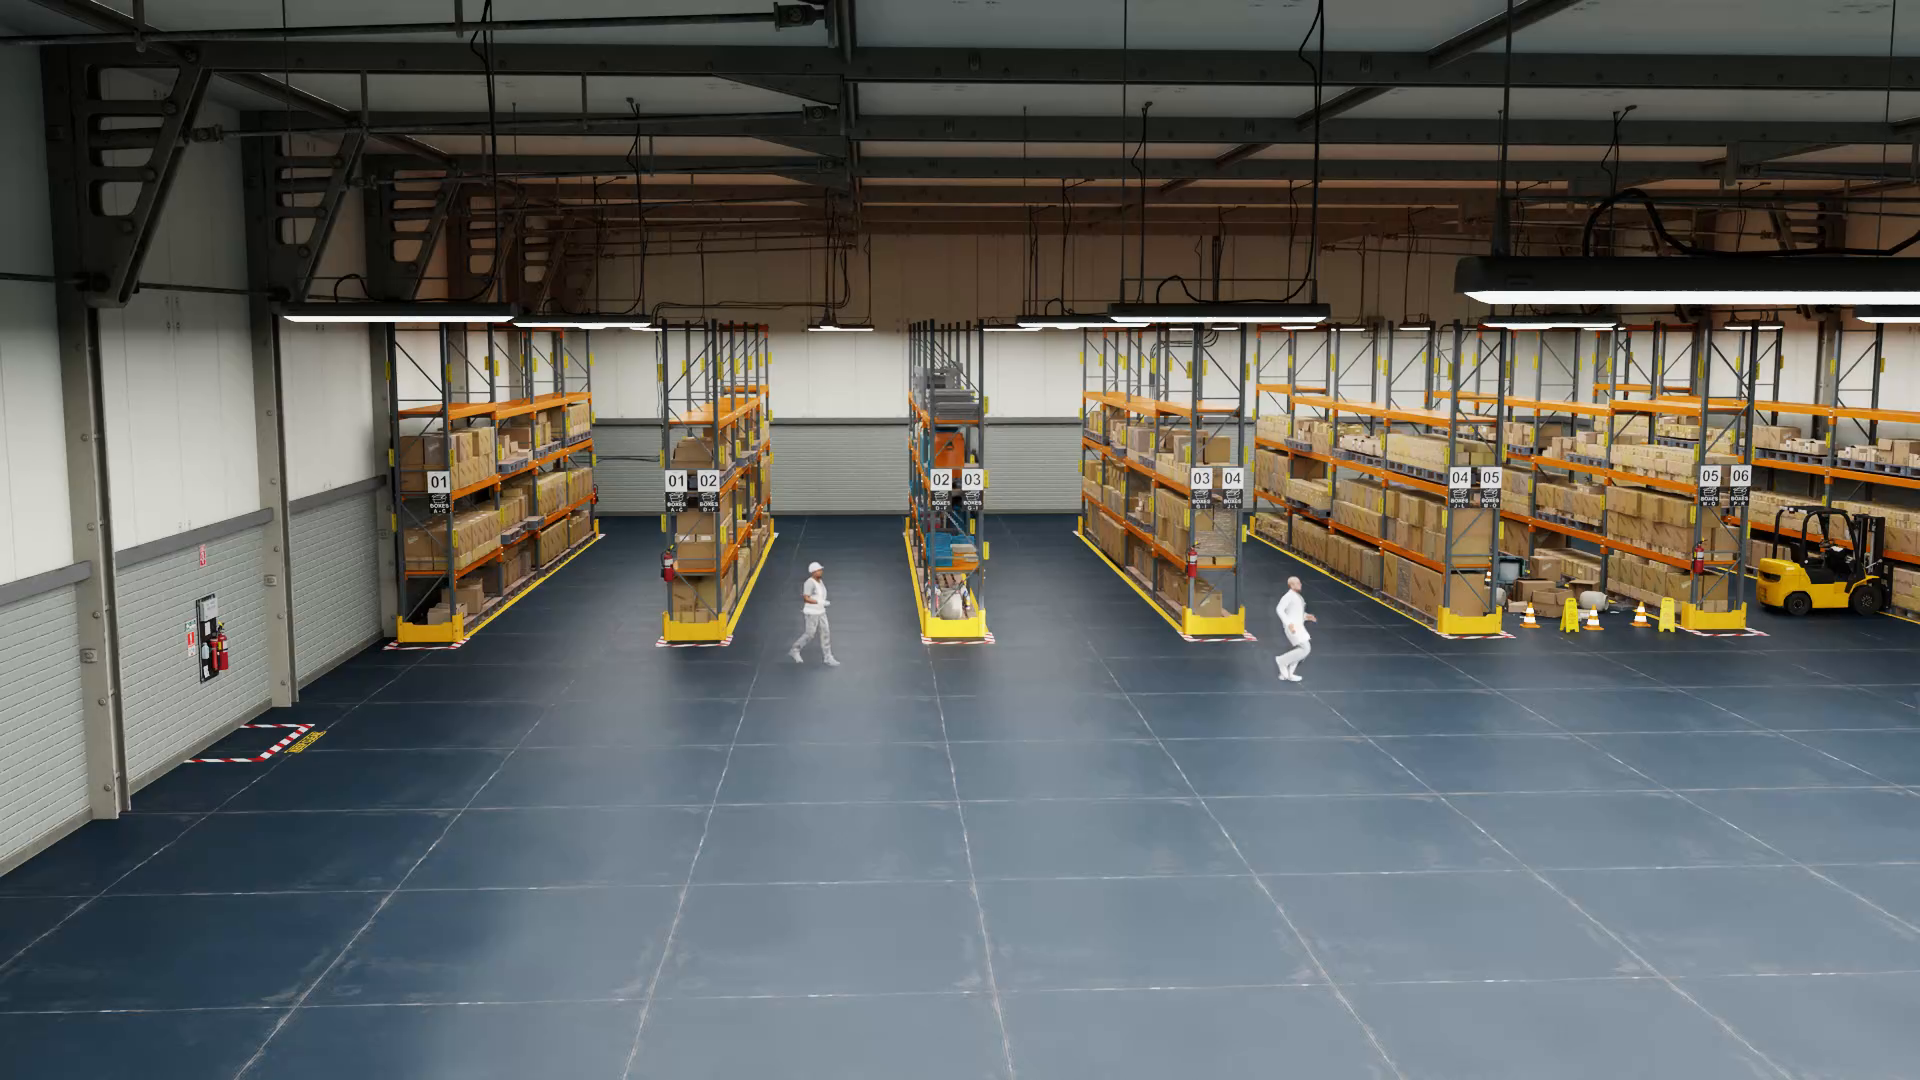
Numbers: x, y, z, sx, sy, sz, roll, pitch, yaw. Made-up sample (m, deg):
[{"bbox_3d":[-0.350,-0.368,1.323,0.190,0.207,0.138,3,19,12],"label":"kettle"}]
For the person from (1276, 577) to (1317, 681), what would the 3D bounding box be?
[{"bbox_3d":[5.564,1.474,27.480,0.625,1.735,0.703,3,8,21],"label":"person"}]

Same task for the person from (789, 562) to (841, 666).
[{"bbox_3d":[-2.532,1.281,28.766,0.926,1.794,0.676,3,8,20],"label":"person"}]

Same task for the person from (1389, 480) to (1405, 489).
[{"bbox_3d":[12.960,-1.191,49.502,0.753,1.710,0.604,-1,7,-5],"label":"person"}]

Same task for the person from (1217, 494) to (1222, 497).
[{"bbox_3d":[7.275,-0.798,46.402,0.655,1.649,0.827,1,7,5],"label":"person"}]
